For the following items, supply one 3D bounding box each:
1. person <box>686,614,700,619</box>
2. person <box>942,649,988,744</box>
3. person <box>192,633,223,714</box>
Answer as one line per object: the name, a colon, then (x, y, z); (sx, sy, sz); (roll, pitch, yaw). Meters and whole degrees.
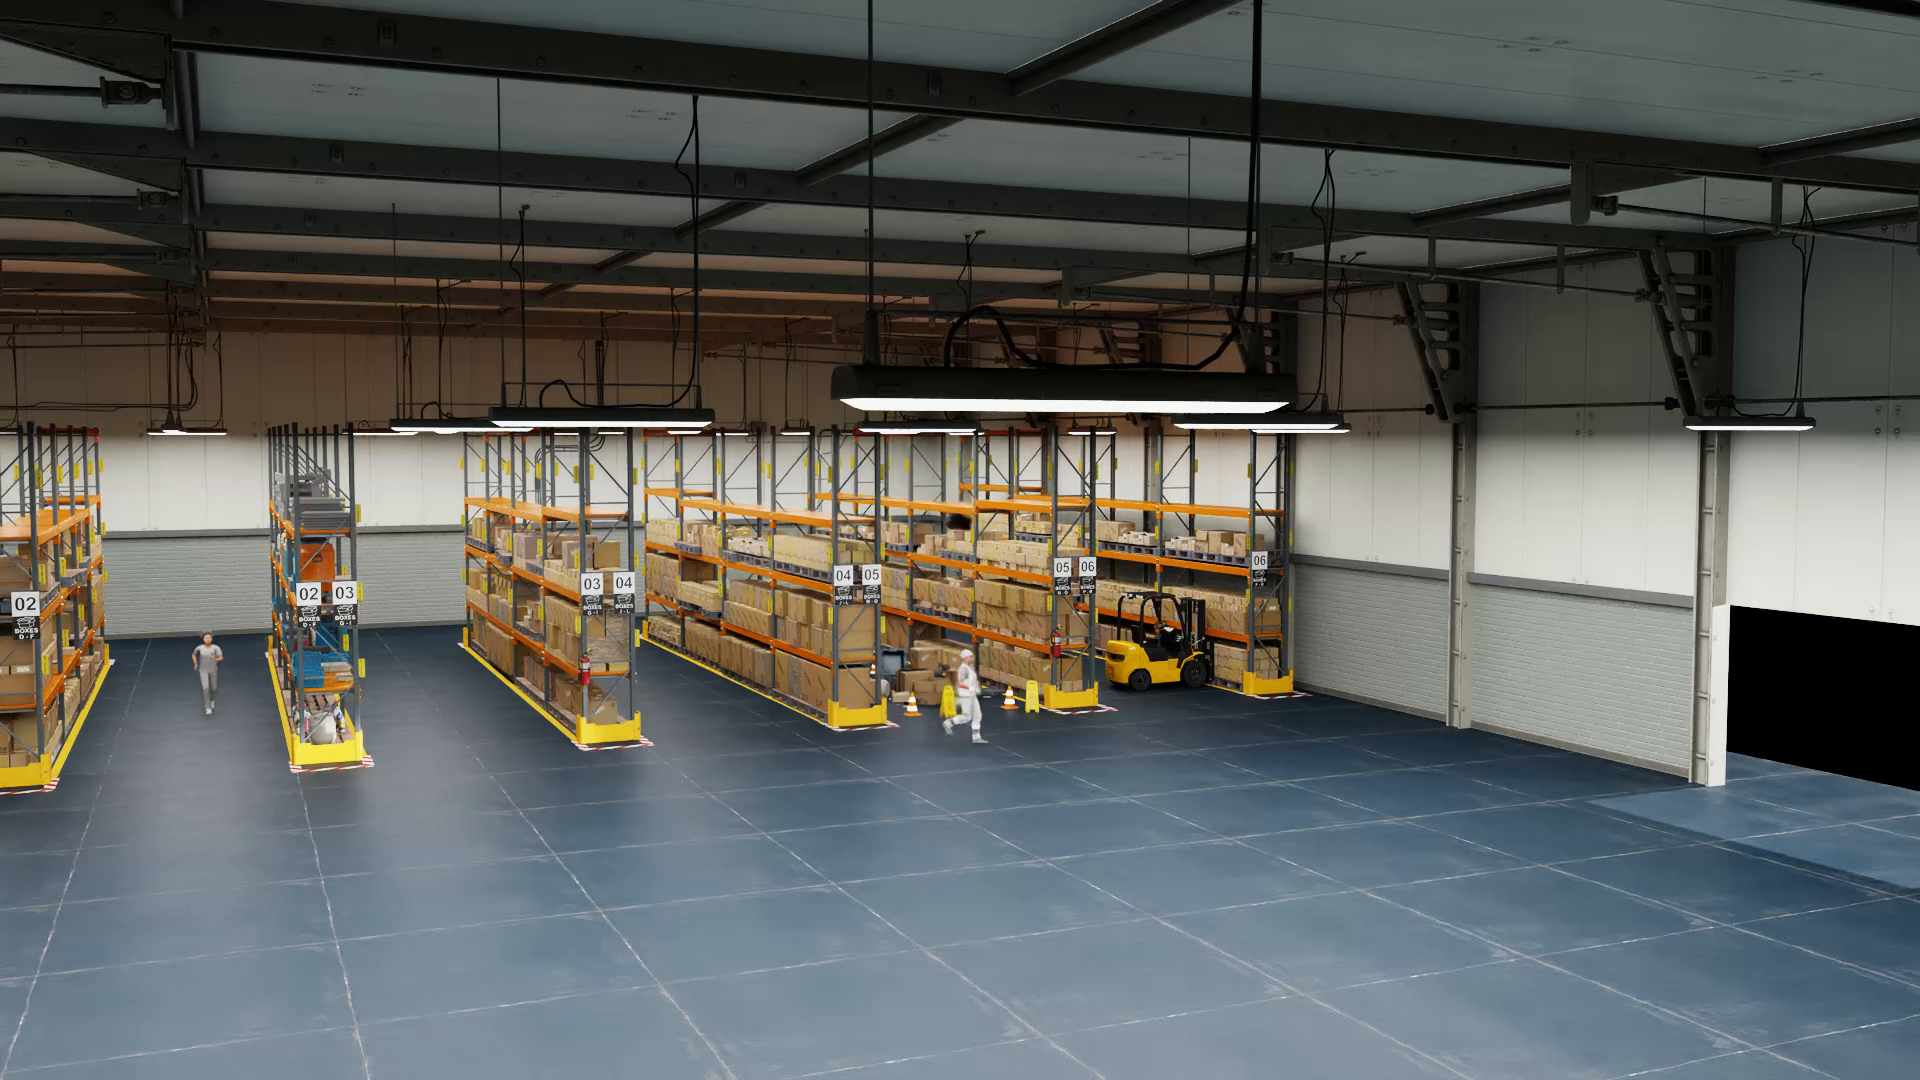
person: (-8.066, 1.814, 50.035); (0.582, 1.699, 0.920); (3, 5, 43)
person: (0.106, 2.937, 31.219); (0.889, 1.773, 0.657); (1, 4, 17)
person: (-15.665, 2.752, 34.654); (0.567, 1.641, 0.969); (-2, 4, -29)
